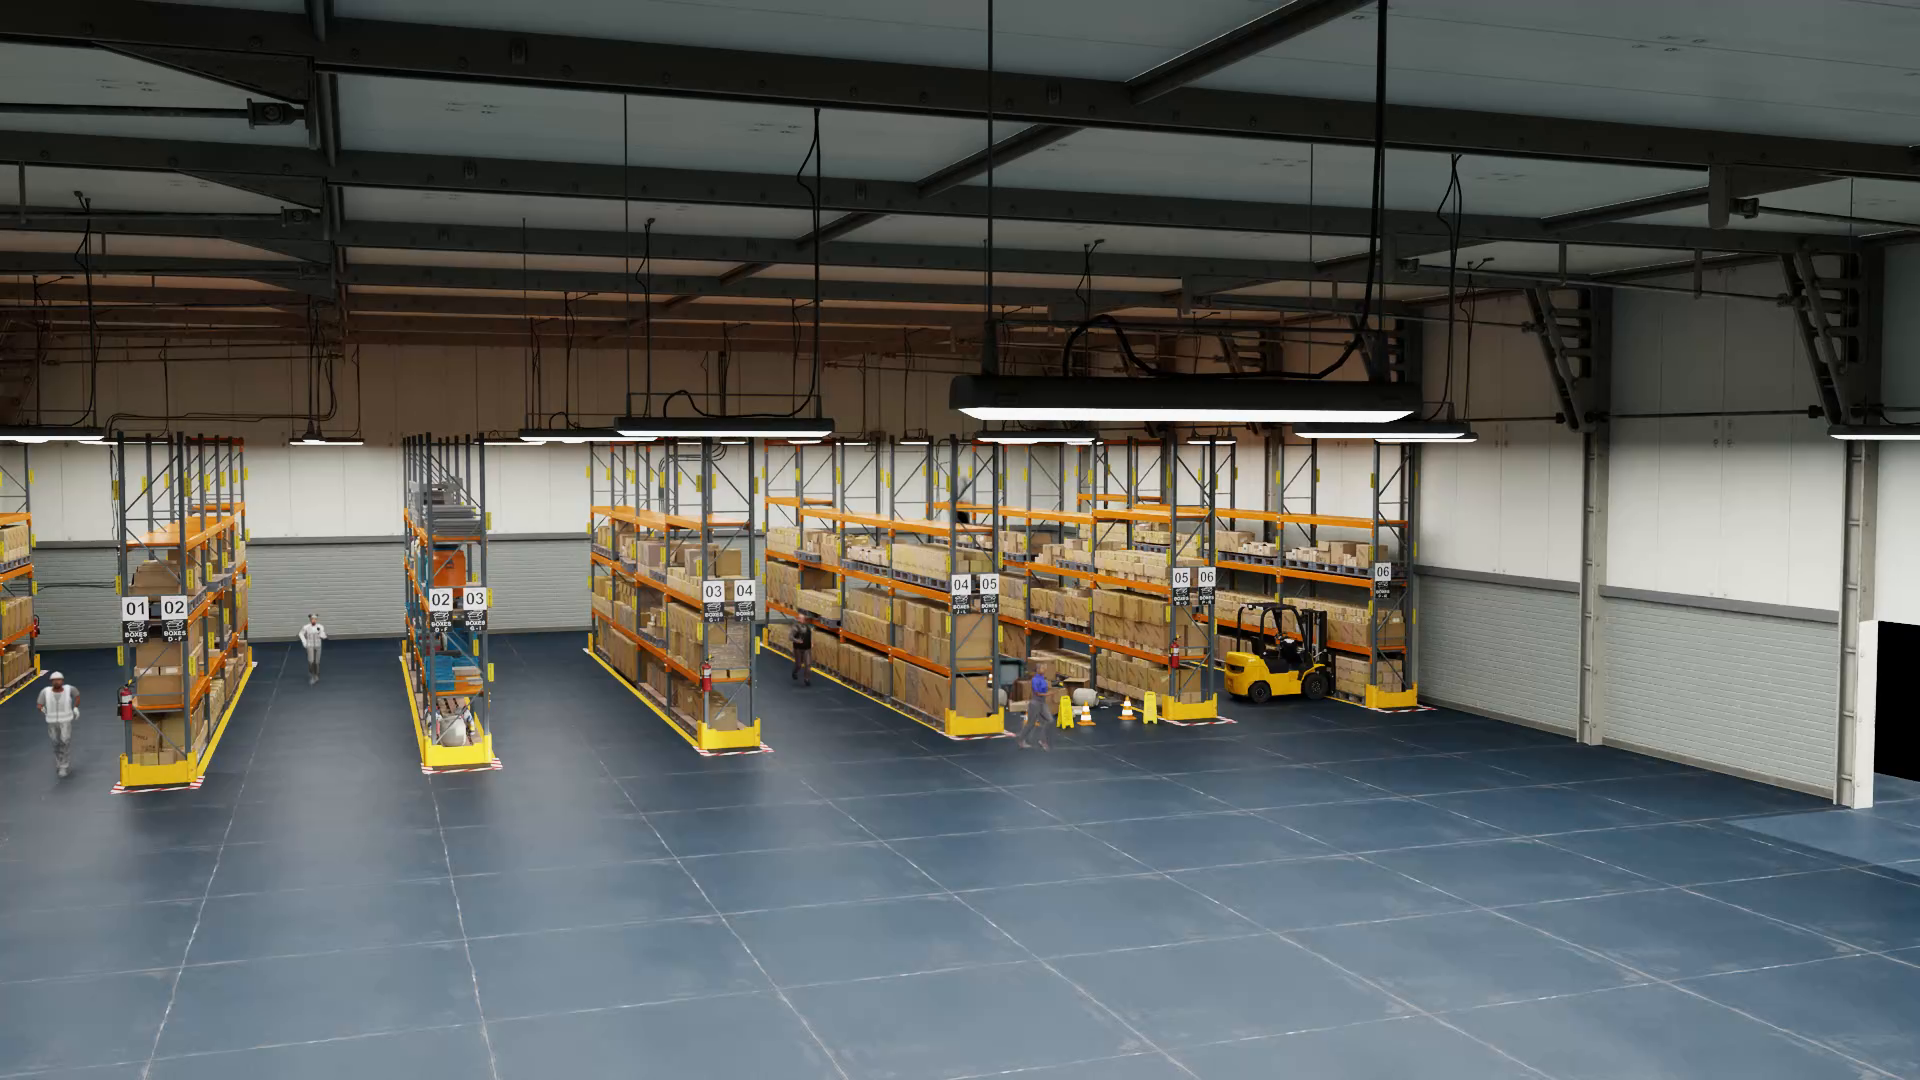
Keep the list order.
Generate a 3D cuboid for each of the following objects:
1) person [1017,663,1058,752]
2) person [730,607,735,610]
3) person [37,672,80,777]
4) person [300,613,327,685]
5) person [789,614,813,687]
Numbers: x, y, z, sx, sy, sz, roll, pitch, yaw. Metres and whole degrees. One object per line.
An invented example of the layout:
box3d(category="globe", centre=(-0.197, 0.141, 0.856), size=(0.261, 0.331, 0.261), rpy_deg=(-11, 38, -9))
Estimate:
box3d(category="person", centre=(1.475, 3.168, 31.405), size=(0.825, 1.697, 0.536), rpy_deg=(2, 4, 28))
box3d(category="person", centre=(-6.339, 2.399, 46.376), size=(0.580, 1.545, 0.503), rpy_deg=(-1, 3, -12))
box3d(category="person", centre=(-15.823, 3.195, 29.182), size=(0.632, 1.797, 0.922), rpy_deg=(-1, 3, -17))
box3d(category="person", centre=(-15.701, 2.639, 40.413), size=(0.593, 1.748, 0.699), rpy_deg=(-2, 4, -28))
box3d(category="person", centre=(-3.802, 2.642, 40.009), size=(0.661, 1.717, 0.936), rpy_deg=(-2, 4, -27))
